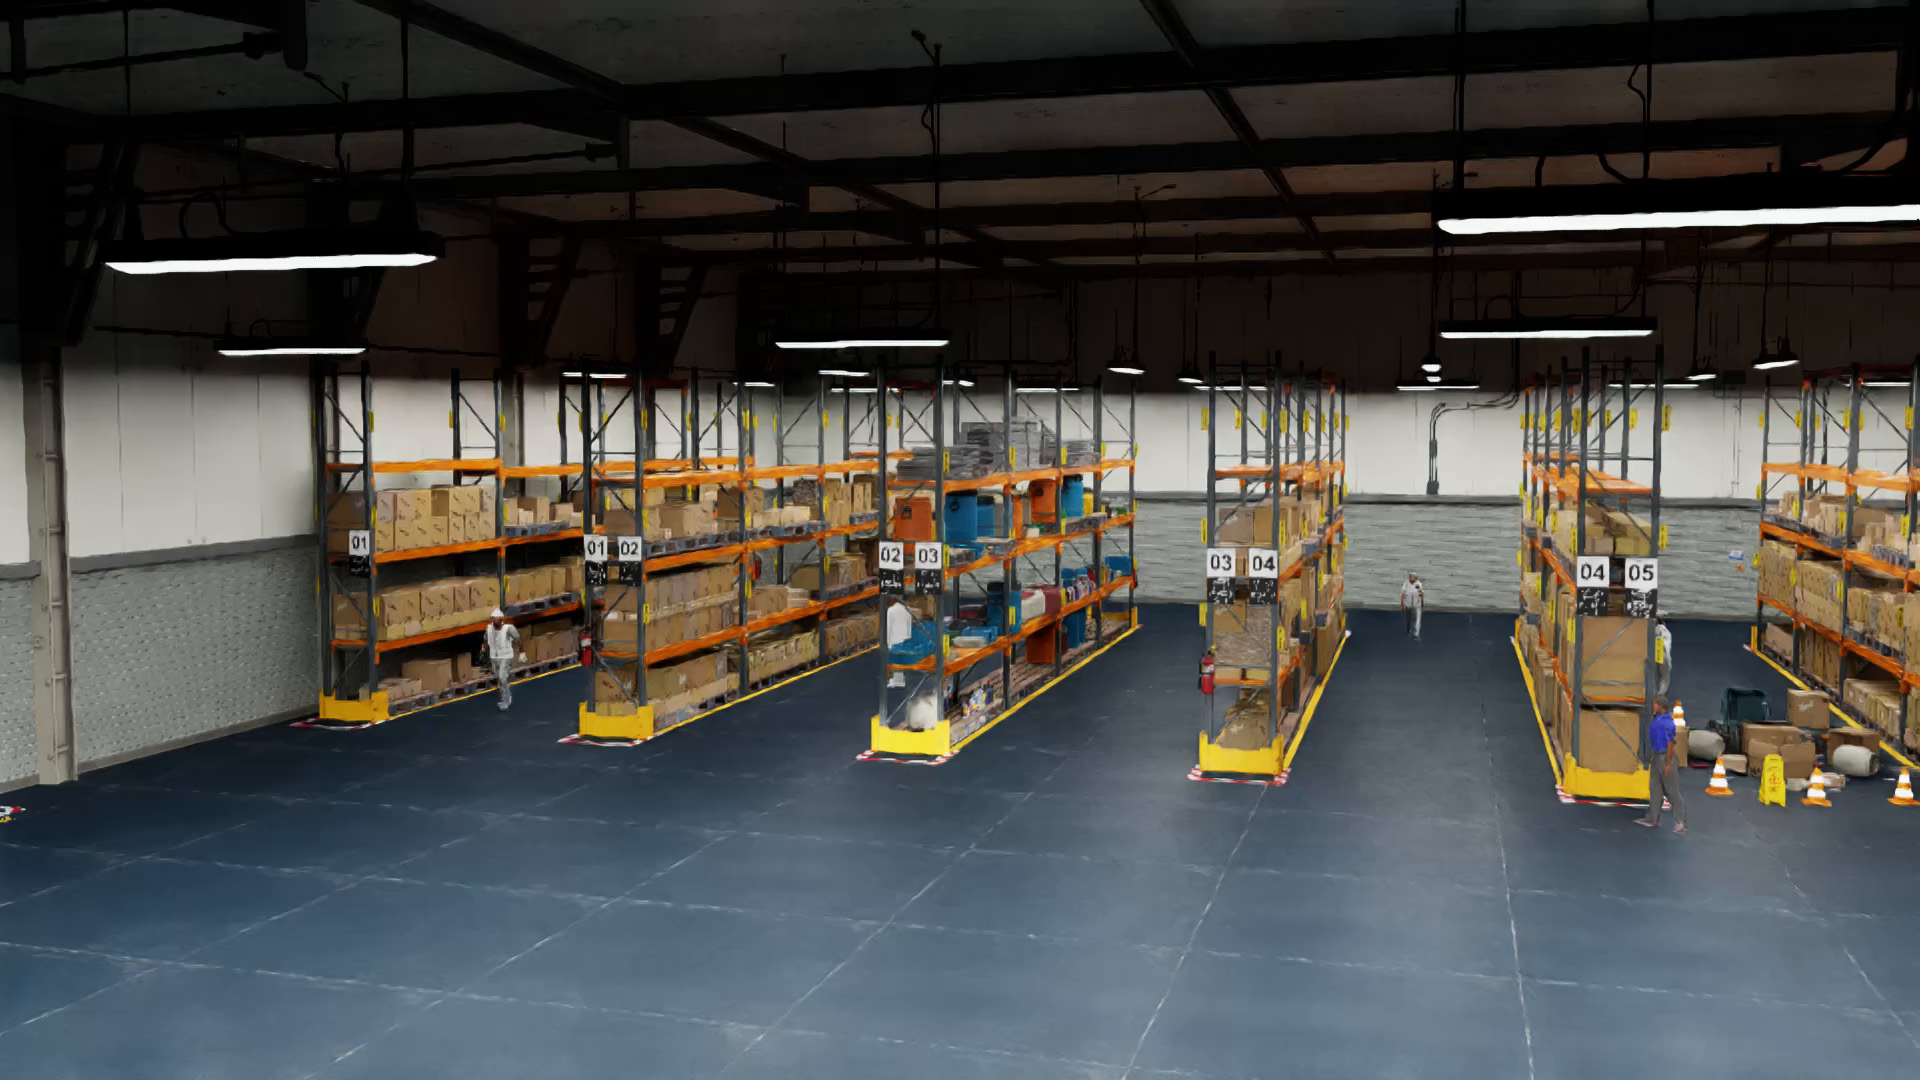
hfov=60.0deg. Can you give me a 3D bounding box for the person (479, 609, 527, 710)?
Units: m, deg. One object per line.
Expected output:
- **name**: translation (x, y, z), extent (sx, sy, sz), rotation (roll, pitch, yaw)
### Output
- **person**: translation (-7.999, 2.064, 29.024), extent (0.730, 1.744, 0.686), rotation (2, 4, 20)

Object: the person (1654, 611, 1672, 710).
- **person**: translation (12.270, 2.109, 29.100), extent (0.358, 1.730, 0.544), rotation (-1, 4, -11)

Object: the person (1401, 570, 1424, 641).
- **person**: translation (10.356, 1.479, 38.067), extent (0.497, 1.583, 1.090), rotation (1, 4, 19)

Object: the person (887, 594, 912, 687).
- **person**: translation (-1.198, 1.857, 31.349), extent (0.636, 1.775, 0.675), rotation (4, 6, 43)

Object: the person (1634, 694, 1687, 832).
- **person**: translation (8.643, 2.718, 20.403), extent (0.512, 1.655, 0.589), rotation (0, 4, 4)
